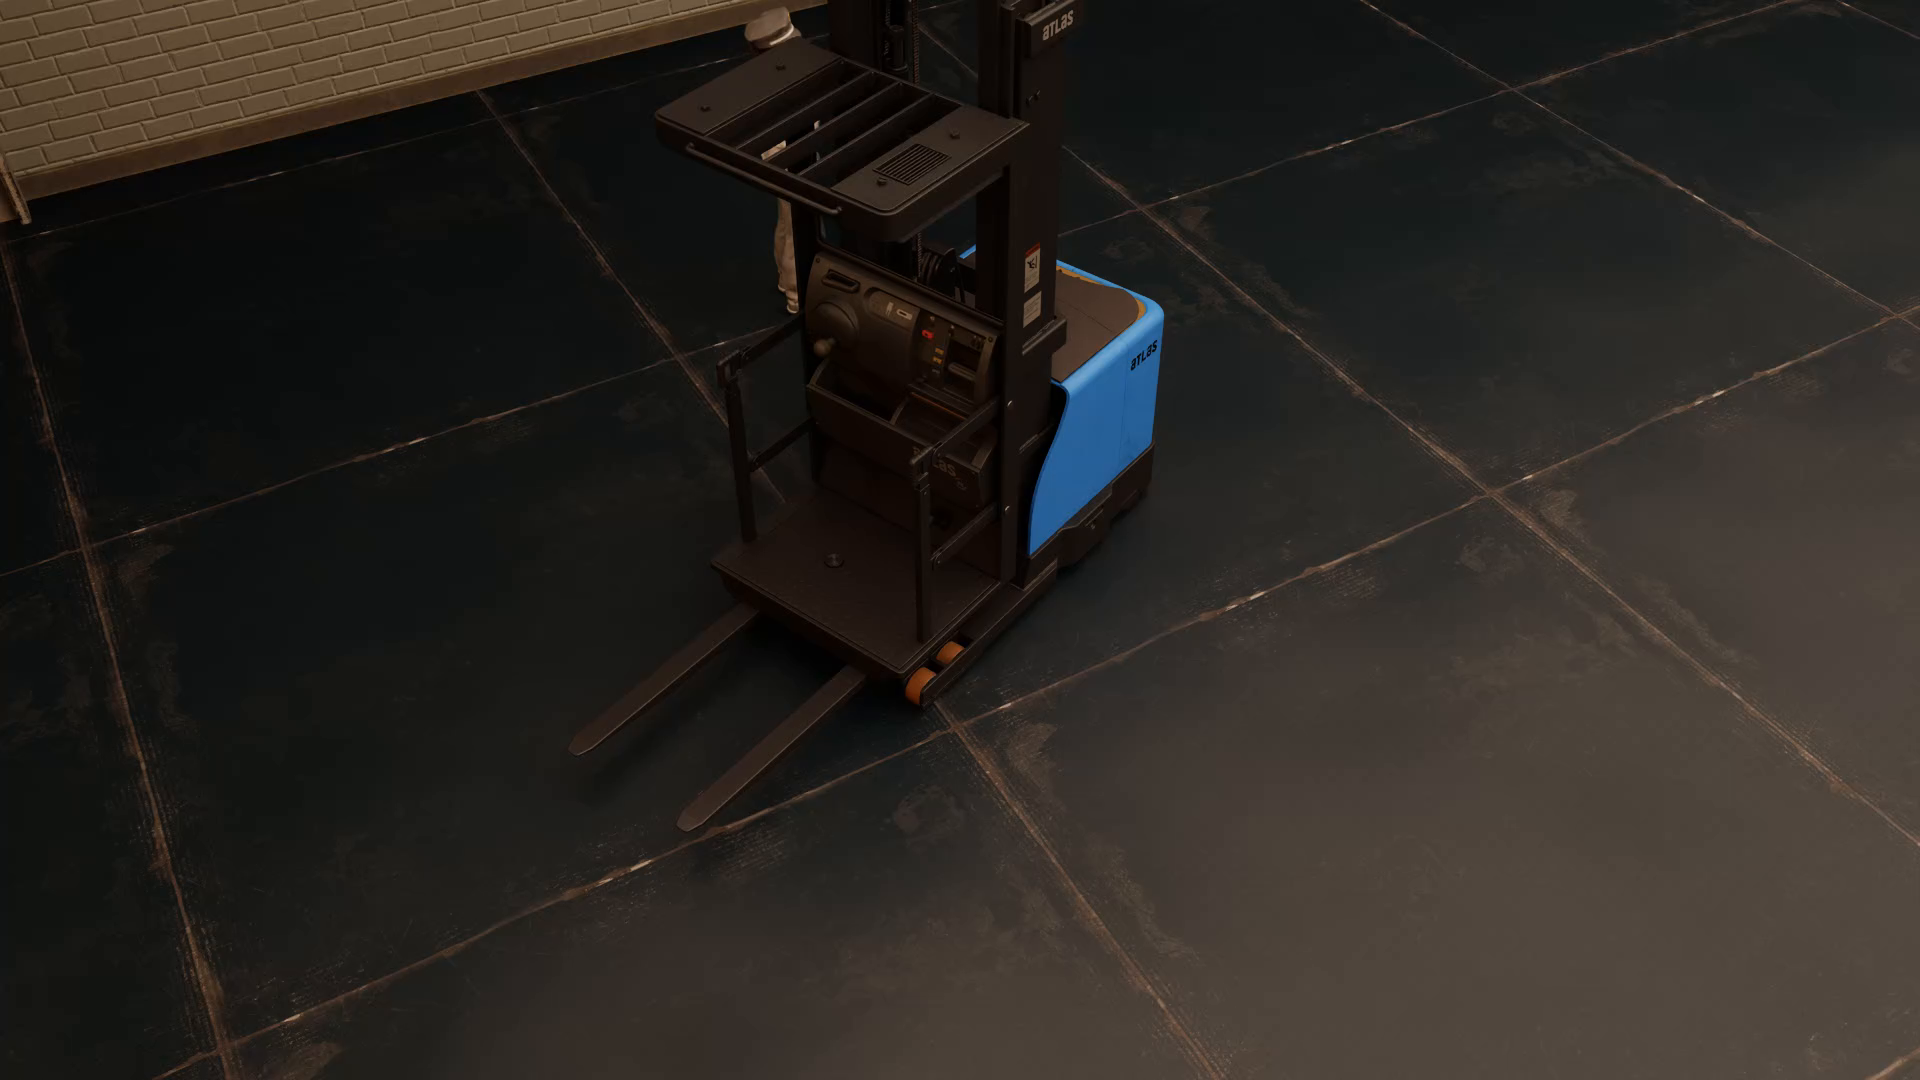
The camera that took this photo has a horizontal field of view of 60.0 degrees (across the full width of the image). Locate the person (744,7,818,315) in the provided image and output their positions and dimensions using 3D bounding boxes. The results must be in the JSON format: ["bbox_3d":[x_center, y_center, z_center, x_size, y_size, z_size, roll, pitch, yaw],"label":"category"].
[{"bbox_3d":[-0.888,-1.977,8.745,0.360,1.694,0.458,-11,44,-11],"label":"person"}]

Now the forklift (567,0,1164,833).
[{"bbox_3d":[-0.375,-0.749,6.505,1.130,2.935,3.031,28,50,27],"label":"forklift"}]
